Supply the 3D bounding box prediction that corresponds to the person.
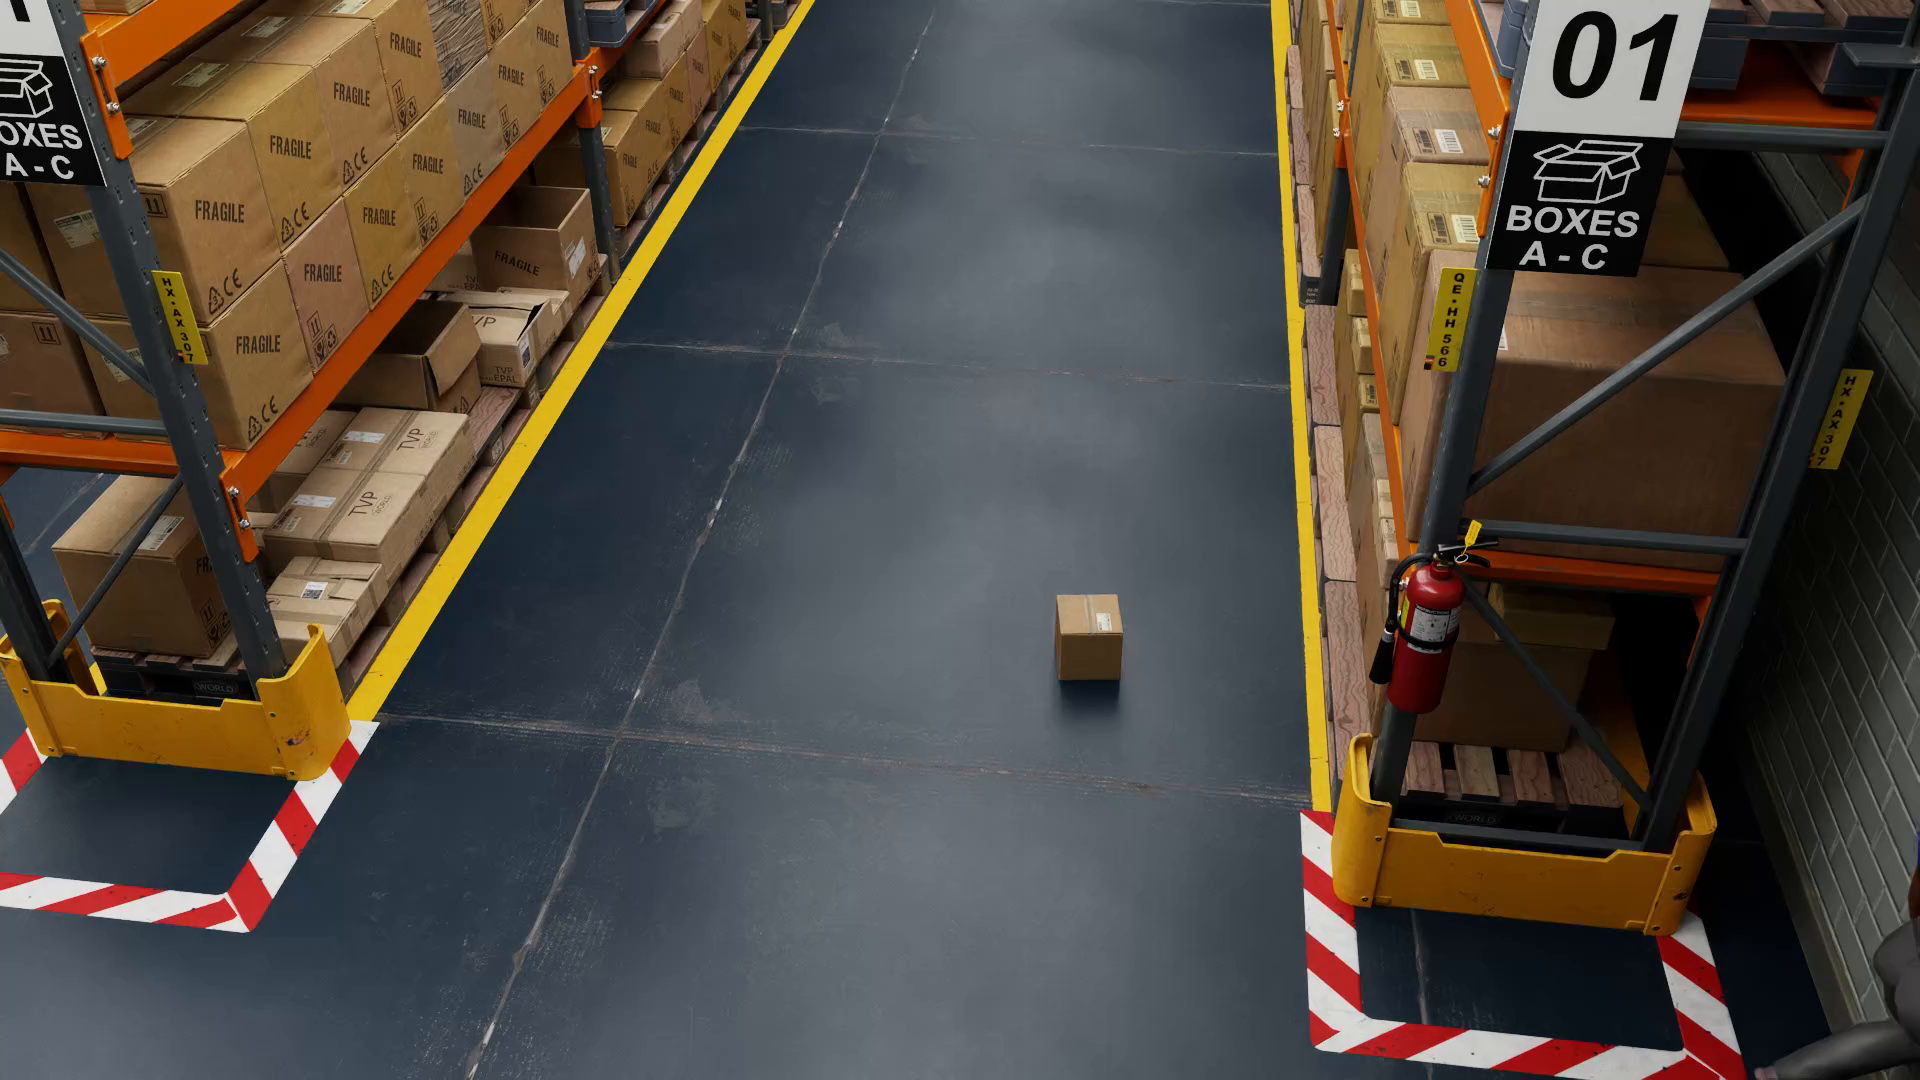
[{"bbox_3d":[2.674,1.217,4.487,0.631,1.641,0.469,6,37,8],"label":"person"}]
